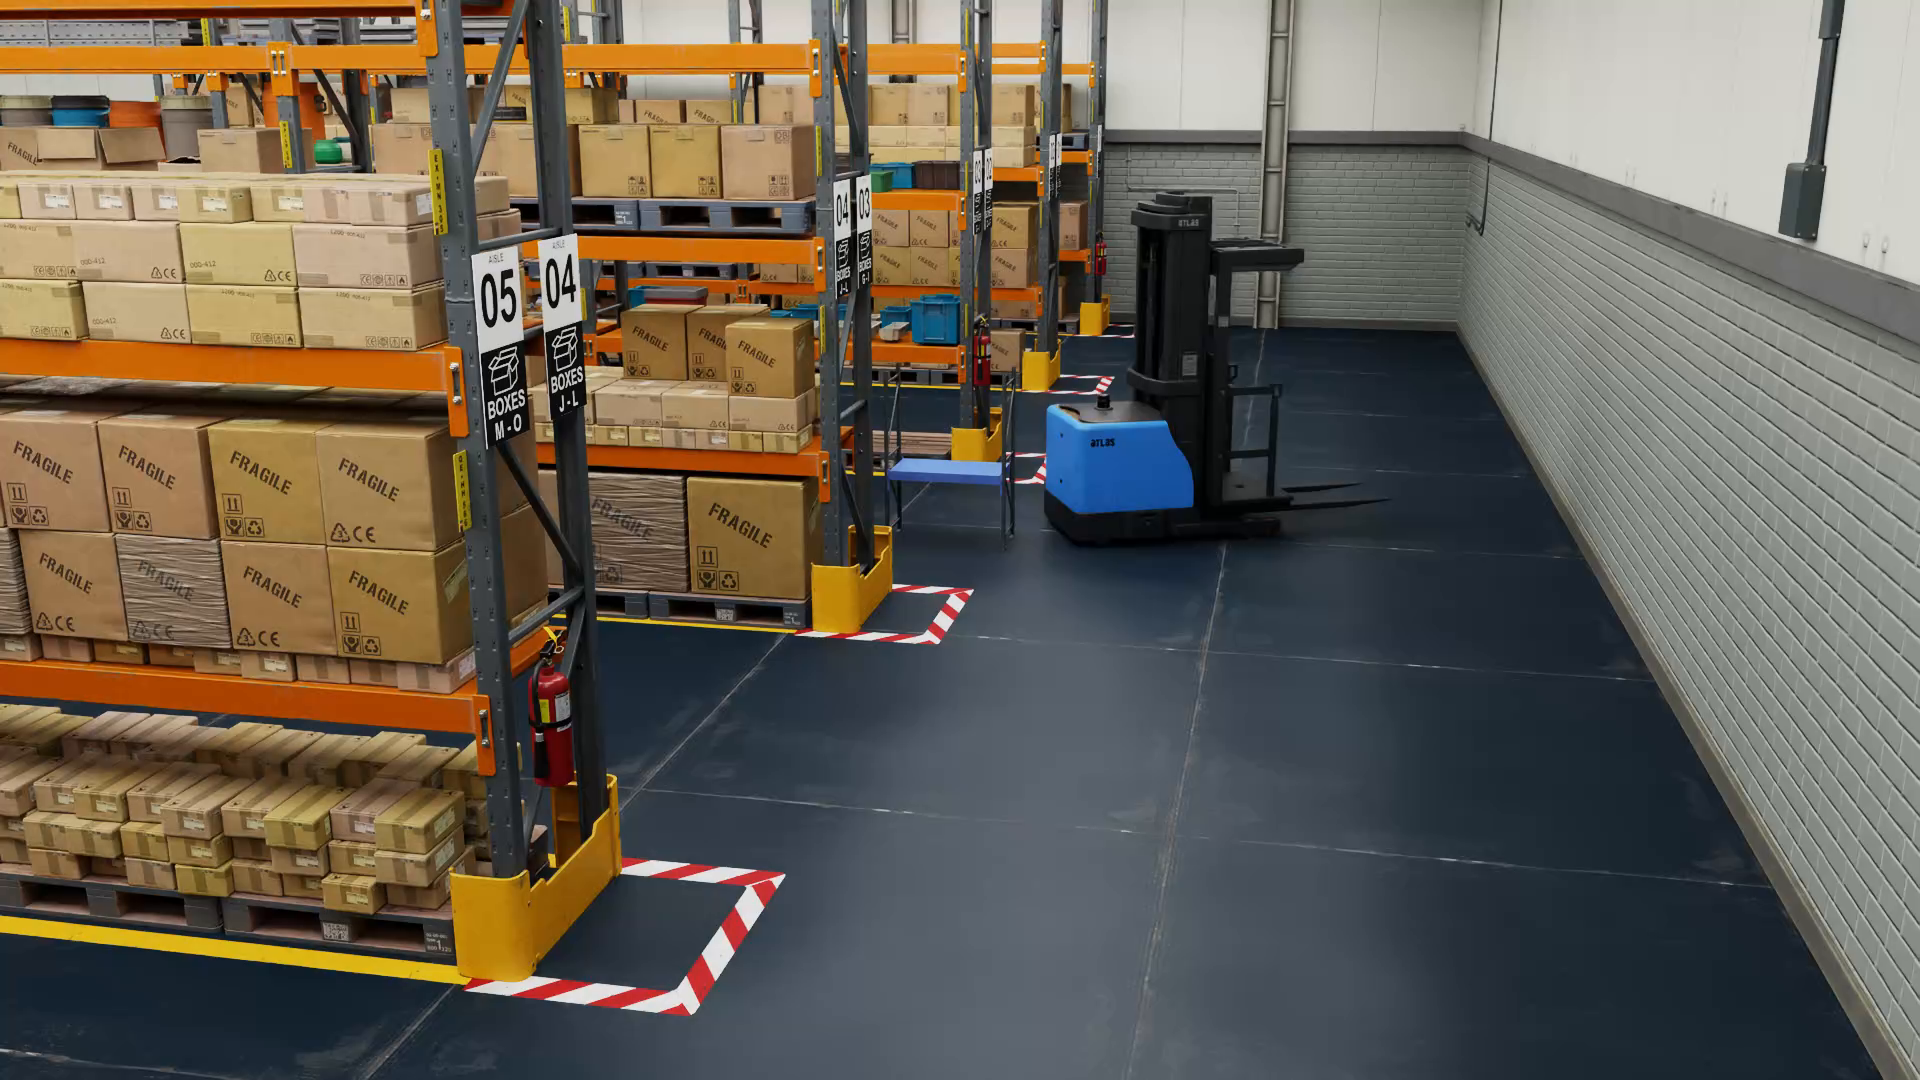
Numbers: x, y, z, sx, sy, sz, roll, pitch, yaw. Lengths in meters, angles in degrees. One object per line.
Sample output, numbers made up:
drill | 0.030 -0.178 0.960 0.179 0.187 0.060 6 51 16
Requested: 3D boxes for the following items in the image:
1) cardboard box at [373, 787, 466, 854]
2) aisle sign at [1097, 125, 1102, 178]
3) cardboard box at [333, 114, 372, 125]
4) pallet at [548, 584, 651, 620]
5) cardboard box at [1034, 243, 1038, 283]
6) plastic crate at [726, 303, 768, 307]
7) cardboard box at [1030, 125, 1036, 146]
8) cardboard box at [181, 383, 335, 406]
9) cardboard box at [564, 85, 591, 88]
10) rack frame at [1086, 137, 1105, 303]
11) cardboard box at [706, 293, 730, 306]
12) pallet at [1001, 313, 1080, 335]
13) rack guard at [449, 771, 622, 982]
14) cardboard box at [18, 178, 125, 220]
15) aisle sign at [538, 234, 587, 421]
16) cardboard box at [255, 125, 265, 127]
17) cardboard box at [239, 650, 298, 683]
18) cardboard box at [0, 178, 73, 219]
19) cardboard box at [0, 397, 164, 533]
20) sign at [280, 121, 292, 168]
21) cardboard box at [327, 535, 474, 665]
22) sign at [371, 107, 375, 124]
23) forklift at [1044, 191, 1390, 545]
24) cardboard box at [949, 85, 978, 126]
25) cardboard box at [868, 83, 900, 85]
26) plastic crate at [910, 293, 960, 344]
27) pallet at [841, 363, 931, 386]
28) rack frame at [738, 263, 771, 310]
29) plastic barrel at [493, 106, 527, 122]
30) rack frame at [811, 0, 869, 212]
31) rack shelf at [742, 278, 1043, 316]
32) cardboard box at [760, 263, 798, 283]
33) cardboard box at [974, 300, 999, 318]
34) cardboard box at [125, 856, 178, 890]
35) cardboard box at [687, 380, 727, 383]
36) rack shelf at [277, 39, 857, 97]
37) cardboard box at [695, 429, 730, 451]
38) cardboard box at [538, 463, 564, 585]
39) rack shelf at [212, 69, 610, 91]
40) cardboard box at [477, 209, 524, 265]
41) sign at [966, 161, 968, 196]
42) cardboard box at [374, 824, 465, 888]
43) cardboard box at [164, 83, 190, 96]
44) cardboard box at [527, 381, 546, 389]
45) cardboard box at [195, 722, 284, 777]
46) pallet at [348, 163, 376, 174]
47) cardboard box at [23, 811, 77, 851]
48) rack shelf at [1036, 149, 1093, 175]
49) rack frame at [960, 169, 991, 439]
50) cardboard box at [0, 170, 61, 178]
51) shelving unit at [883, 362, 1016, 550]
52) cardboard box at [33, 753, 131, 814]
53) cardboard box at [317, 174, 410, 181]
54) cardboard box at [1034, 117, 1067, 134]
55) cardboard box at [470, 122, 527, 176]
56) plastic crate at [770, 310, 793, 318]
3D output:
cardboard box | -2.483 1.289 7.658 0.250 0.149 0.380 3 16 12
aisle sign | 2.146 -5.984 25.605 0.004 0.787 0.394 3 16 11
cardboard box | -10.171 -6.917 28.001 0.500 0.500 0.500 4 16 13
pallet | -2.817 0.330 12.904 1.213 0.211 1.003 3 16 11
cardboard box | 0.769 -3.658 21.891 0.500 0.500 0.500 3 16 12
plastic crate | -2.299 -2.277 17.202 0.530 0.282 0.437 3 16 11
cardboard box | 0.700 -5.227 21.467 0.500 0.250 0.500 3 16 11
cardboard box | -3.302 -0.459 7.913 0.500 0.500 0.500 3 16 10
cardboard box | -5.262 -5.839 22.273 0.500 0.500 0.500 3 16 11
rack frame | 2.135 -4.813 26.249 0.127 3.000 1.000 3 16 11
cardboard box | -4.153 -4.283 27.577 0.750 0.750 0.750 3 16 11
pallet | 1.336 -3.491 26.701 1.213 0.211 1.003 3 16 11
rack guard | -1.988 1.567 7.899 0.348 0.500 1.175 3 16 11
cardboard box | -3.801 -1.468 7.153 0.250 0.149 0.380 3 16 10
aisle sign | -1.782 -0.961 7.473 0.004 0.787 0.394 3 16 11
cardboard box | -9.467 -5.667 23.208 0.500 0.250 0.500 2 16 6
cardboard box | -3.029 0.504 7.524 0.250 0.149 0.380 4 16 13
cardboard box | -4.059 -1.481 7.198 0.250 0.149 0.380 3 16 9
cardboard box | -3.938 -0.346 7.504 0.500 0.500 0.500 3 16 9
sign | -4.844 -2.843 11.958 0.005 0.325 0.100 3 16 11
cardboard box | -2.405 0.218 7.341 0.500 0.500 0.500 3 16 12
sign | -9.725 -7.004 27.570 0.005 0.325 0.100 3 16 11
forklift | 2.334 -1.558 14.628 3.031 2.935 1.130 -4 16 -13
cardboard box | 0.172 -5.564 21.282 0.500 0.500 0.700 3 16 11
cardboard box | -1.142 -6.900 26.065 0.500 0.500 0.500 3 16 11
plastic crate | -0.204 -2.236 16.768 0.499 0.435 0.616 3 16 11
pallet | -0.896 -2.285 22.345 1.213 0.211 1.003 3 16 11
rack frame | -2.768 -3.730 22.338 0.127 3.000 1.000 3 16 11
plastic barrel | -4.694 -4.168 17.163 0.600 0.588 0.600 0 15 0
rack frame | -0.826 -3.817 11.414 0.127 3.000 1.000 3 16 11
rack shelf | -0.808 -3.277 22.050 4.000 0.370 1.077 3 16 11
cardboard box | -2.323 -3.680 21.970 0.500 0.500 0.500 4 16 13
cardboard box | 0.446 -3.875 26.758 0.500 0.500 0.700 3 16 9
cardboard box | -3.756 1.514 7.961 0.250 0.149 0.380 3 16 12
cardboard box | -1.753 -1.119 12.636 0.500 0.250 0.500 3 16 10
rack shelf | -2.786 -3.384 11.948 4.000 0.370 1.077 3 16 11
cardboard box | -1.743 -0.765 12.104 0.250 0.149 0.380 3 16 11
cardboard box | -3.233 -0.213 12.836 0.875 0.875 0.875 3 16 11
rack shelf | -5.719 -4.892 17.394 4.000 0.370 1.077 3 16 11
cardboard box | -2.302 -1.340 7.435 0.500 0.250 0.500 3 16 12
sign | 0.067 -3.472 15.984 0.005 0.325 0.100 3 16 11
cardboard box | -2.488 1.441 7.667 0.250 0.149 0.380 3 16 10
cardboard box | -13.215 -7.566 28.468 0.500 0.500 0.500 2 16 7
cardboard box | -3.343 -1.062 12.432 0.500 0.250 0.500 4 16 12
cardboard box | -3.653 1.070 8.451 0.250 0.149 0.380 3 16 12
pallet | -5.659 -3.865 17.559 1.213 0.211 1.003 3 16 11
cardboard box | -4.267 1.344 8.017 0.250 0.149 0.380 3 16 11
rack shelf | 0.175 -6.018 26.328 4.000 0.370 1.077 3 16 11
rack frame | 0.161 -2.221 16.893 0.127 3.000 1.000 3 16 11
cardboard box | -4.449 -1.654 7.824 0.250 0.149 0.380 2 16 9
shelving unit | -0.084 -0.727 14.308 1.048 1.500 0.538 3 16 11
cardboard box | -4.245 1.177 8.062 0.250 0.149 0.380 2 16 9
cardboard box | -2.683 -1.569 7.514 0.250 0.149 0.380 3 16 11
cardboard box | 1.365 -6.407 25.689 0.500 0.250 0.500 4 16 13
cardboard box | -3.441 -2.827 12.299 0.500 0.500 0.700 4 16 14
plastic crate | -1.903 -2.212 17.059 0.300 0.233 0.416 3 16 11
